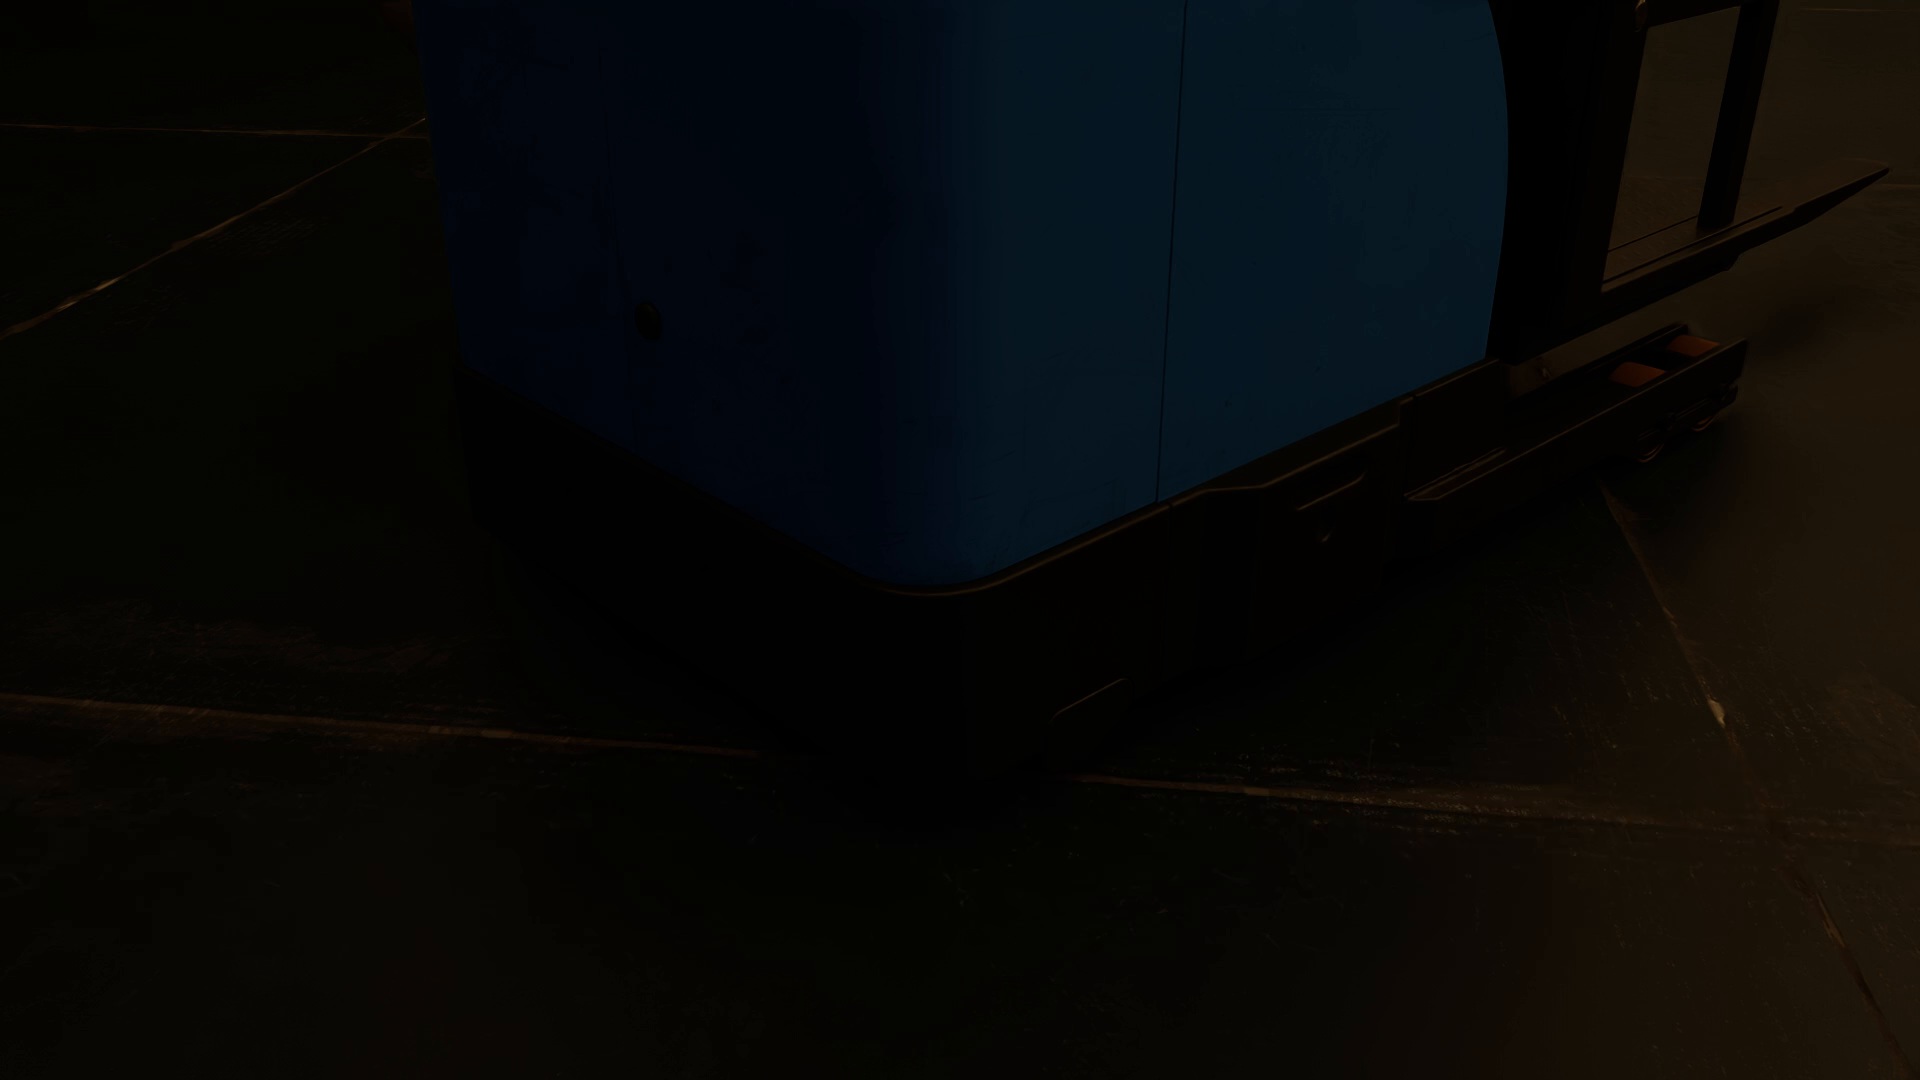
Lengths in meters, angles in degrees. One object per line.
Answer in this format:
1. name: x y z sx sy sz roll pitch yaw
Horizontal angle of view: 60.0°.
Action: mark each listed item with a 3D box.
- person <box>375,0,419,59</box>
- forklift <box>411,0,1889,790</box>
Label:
1. person: -0.563 -1.103 3.072 1.293 1.480 0.915 16 31 29
2. forklift: 0.711 -1.589 2.402 3.031 2.935 1.130 -23 34 -38
